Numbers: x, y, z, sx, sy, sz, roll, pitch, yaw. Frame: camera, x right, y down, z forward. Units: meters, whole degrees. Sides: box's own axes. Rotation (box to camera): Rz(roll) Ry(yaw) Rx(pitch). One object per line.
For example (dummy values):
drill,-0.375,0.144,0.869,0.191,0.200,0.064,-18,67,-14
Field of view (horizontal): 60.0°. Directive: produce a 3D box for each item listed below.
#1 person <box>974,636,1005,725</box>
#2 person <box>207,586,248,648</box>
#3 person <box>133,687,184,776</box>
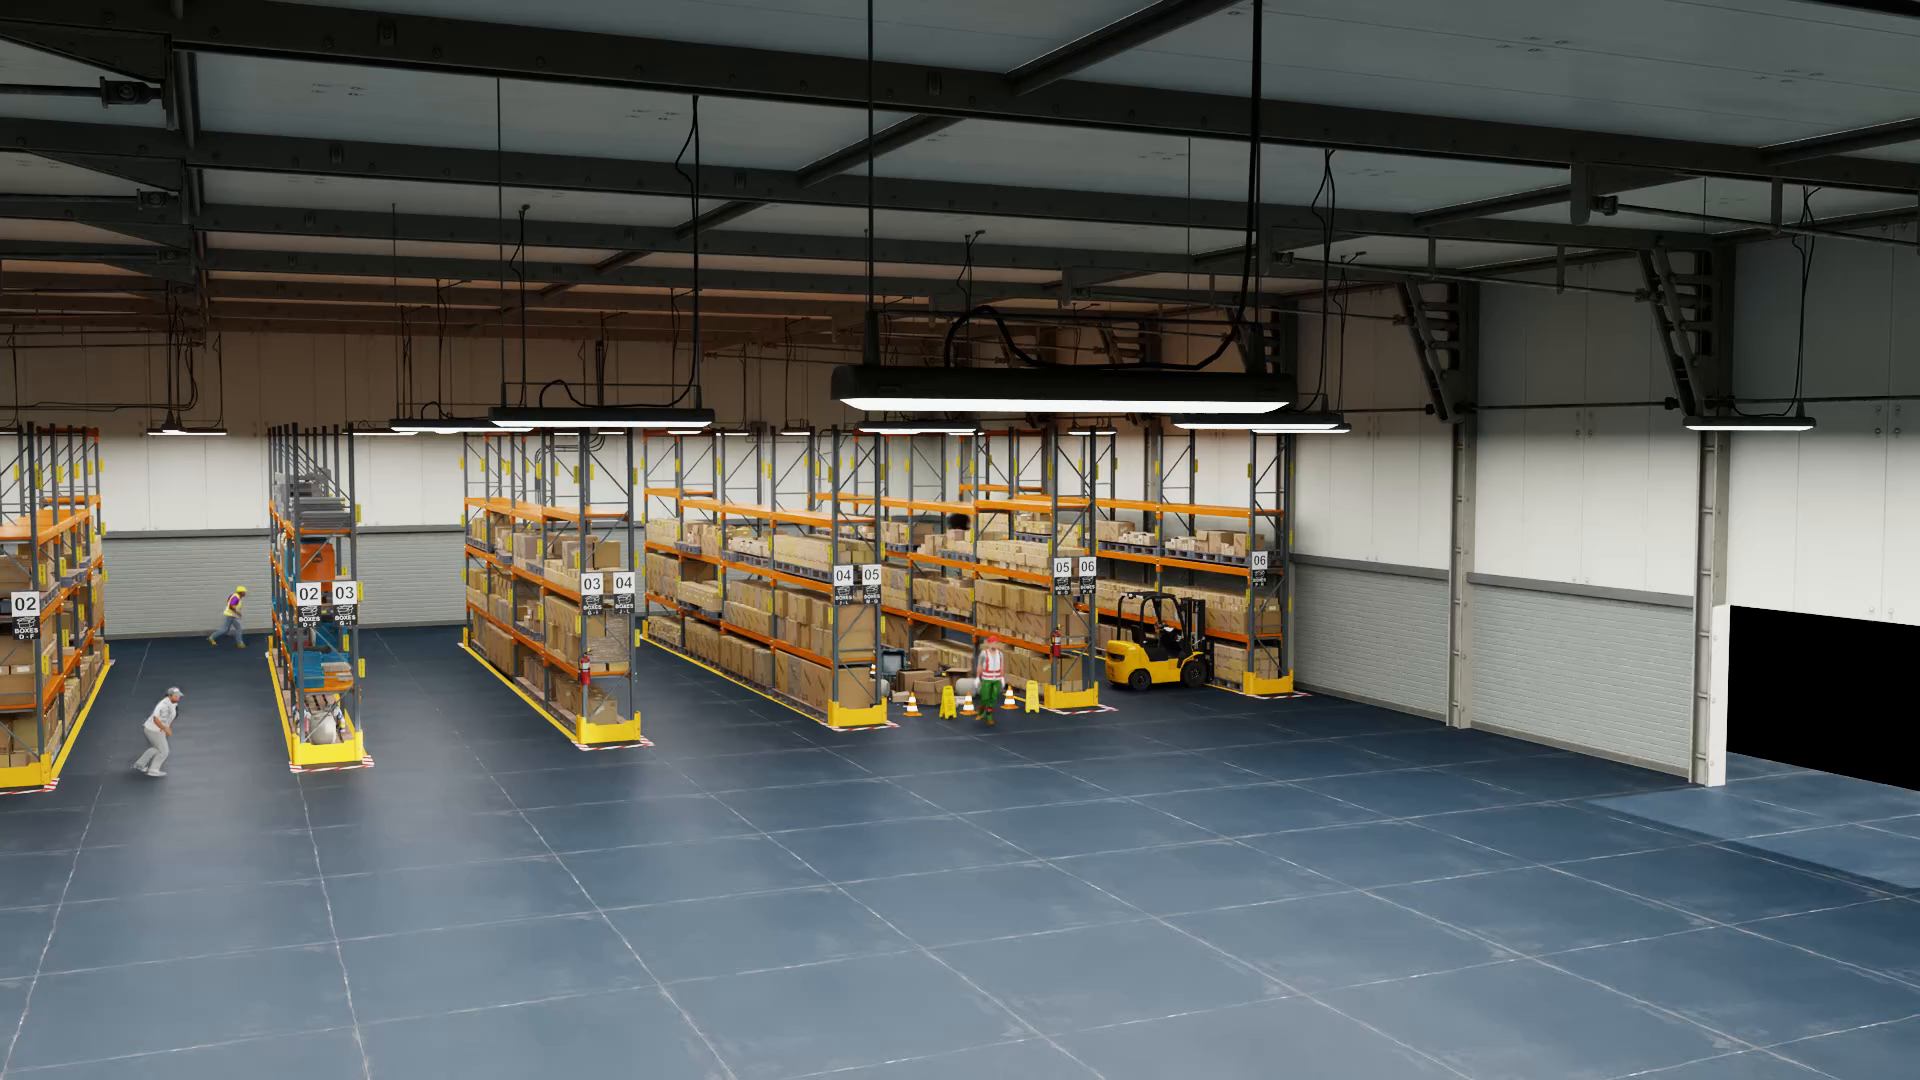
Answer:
person,0.579,2.794,33.189,0.607,1.781,0.441,-2,4,-27
person,-19.983,2.127,45.369,1.042,1.716,0.736,-2,4,-25
person,-13.627,3.247,28.265,0.900,1.523,0.639,-1,4,-13
